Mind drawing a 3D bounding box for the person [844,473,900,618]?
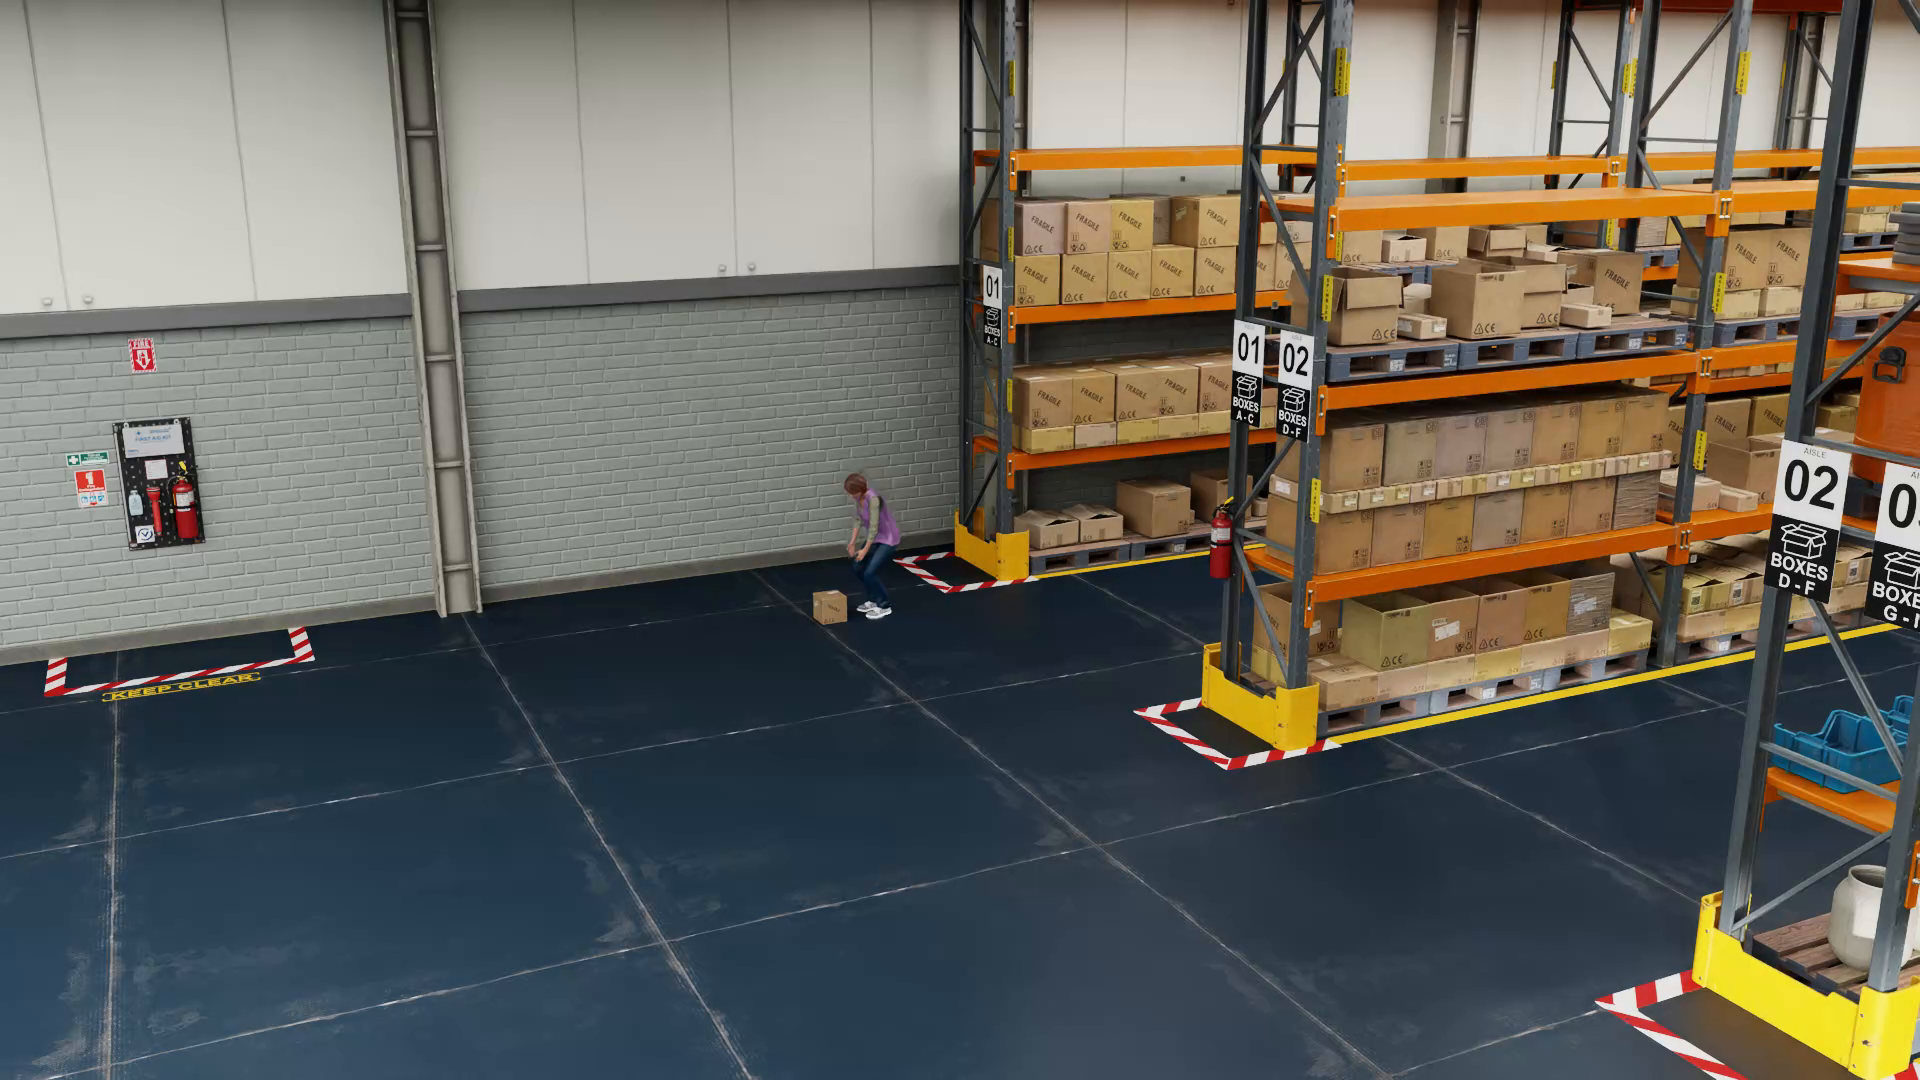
[{"bbox_3d":[-0.838,0.047,15.940,0.560,1.408,0.456,-7,17,-24],"label":"person"}]
